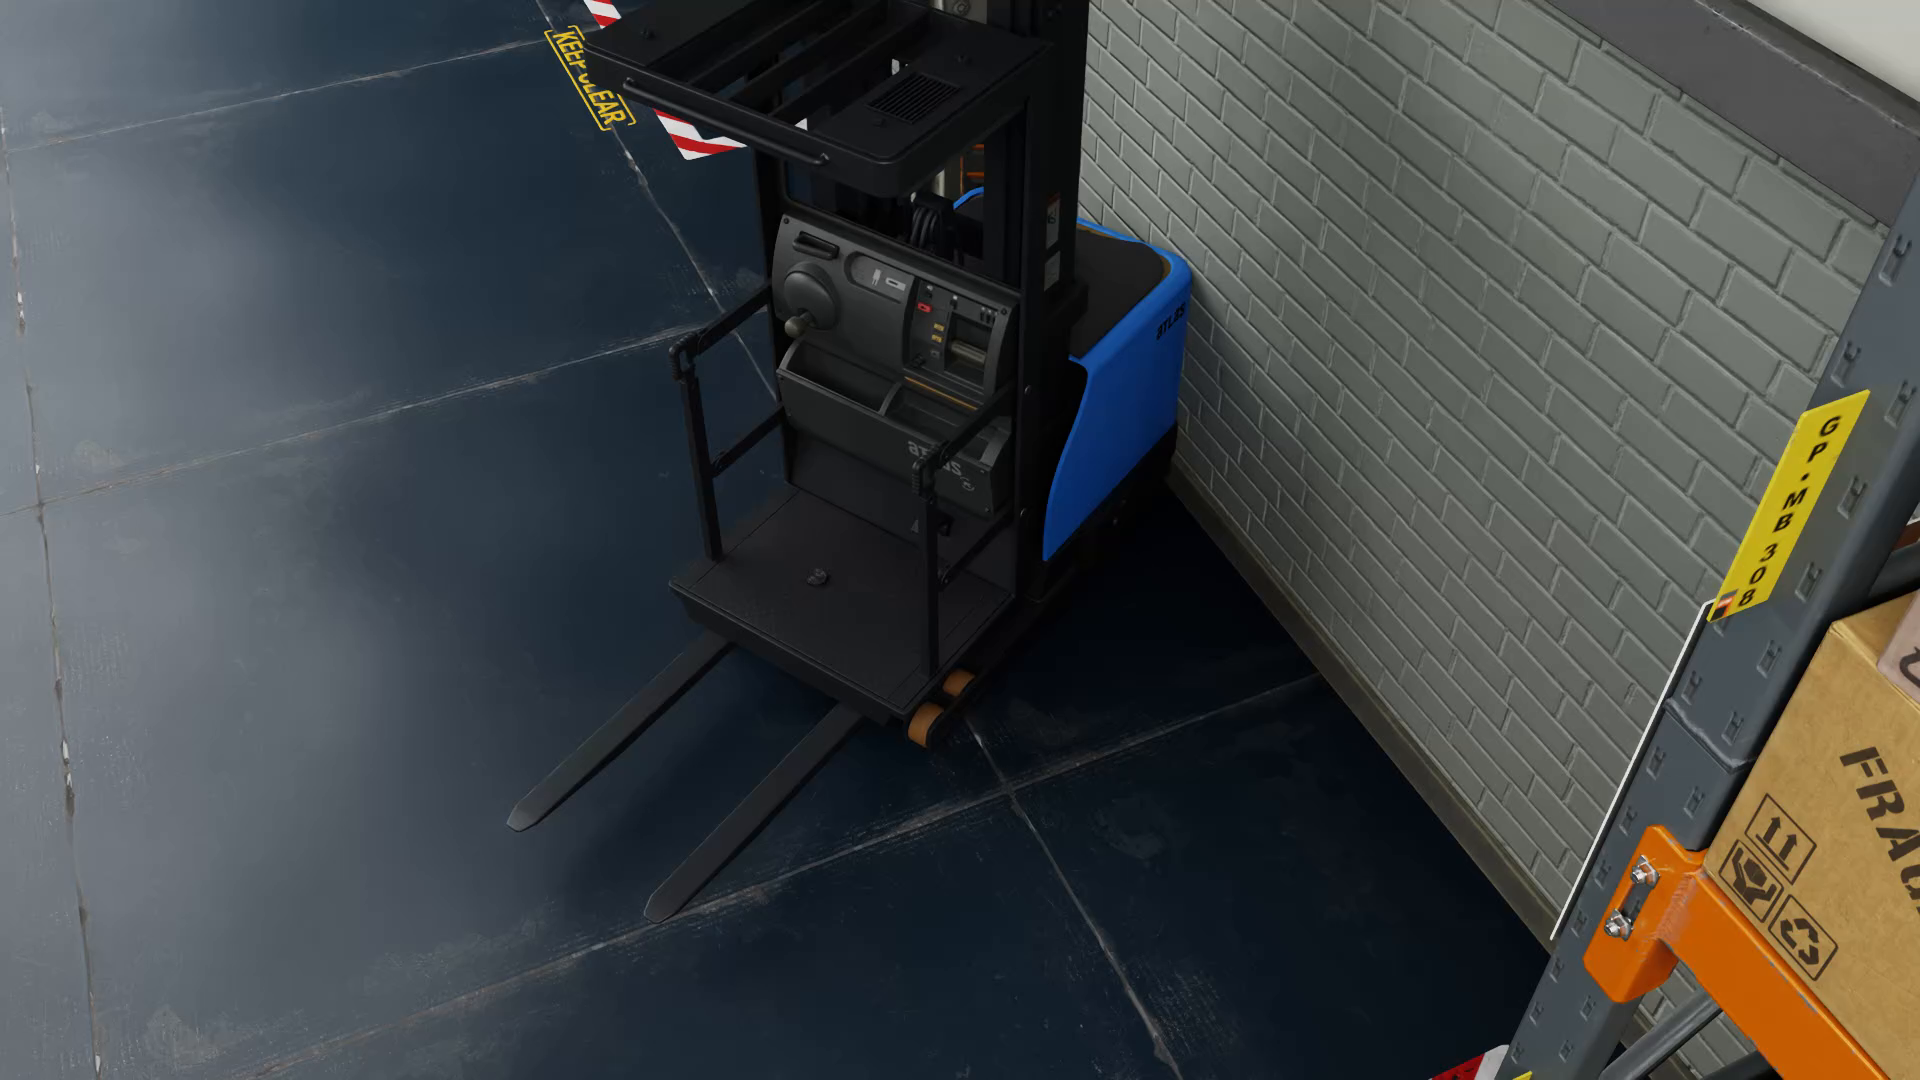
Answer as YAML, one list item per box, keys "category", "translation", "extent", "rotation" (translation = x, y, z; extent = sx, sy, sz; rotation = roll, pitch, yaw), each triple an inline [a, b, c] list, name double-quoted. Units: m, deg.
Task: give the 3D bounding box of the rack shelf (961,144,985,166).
- category: "rack shelf"
  translation: [0.131, -1.674, 7.234]
  extent: [0.258, 0.103, 0.180]
  rotation: [-1, 16, -1]

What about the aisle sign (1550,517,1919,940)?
- category: "aisle sign"
  translation: [1.128, 0.304, 2.456]
  extent: [0.394, 0.787, 0.004]
  rotation: [-18, 47, -17]

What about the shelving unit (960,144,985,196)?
- category: "shelving unit"
  translation: [0.136, -1.371, 7.323]
  extent: [0.258, 1.200, 0.189]
  rotation: [-1, 16, -1]

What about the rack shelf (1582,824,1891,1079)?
- category: "rack shelf"
  translation: [2.272, 1.649, 1.319]
  extent: [1.077, 0.370, 4.000]
  rotation: [-18, 47, -17]

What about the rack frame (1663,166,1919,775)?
- category: "rack frame"
  translation: [1.431, -0.949, 1.305]
  extent: [1.000, 3.000, 0.127]
  rotation: [-18, 47, -17]

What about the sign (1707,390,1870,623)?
- category: "sign"
  translation: [0.938, -0.032, 1.889]
  extent: [0.100, 0.325, 0.005]
  rotation: [-18, 47, -17]

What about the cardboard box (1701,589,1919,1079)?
- category: "cardboard box"
  translation: [1.344, 0.363, 2.025]
  extent: [0.500, 0.500, 0.500]
  rotation: [-17, 47, -16]

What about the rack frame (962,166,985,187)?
- category: "rack frame"
  translation: [0.133, -1.397, 7.410]
  extent: [0.240, 1.200, 0.006]
  rotation: [-1, 16, -1]

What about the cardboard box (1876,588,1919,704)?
- category: "cardboard box"
  translation: [1.372, 0.037, 1.644]
  extent: [0.500, 0.500, 0.500]
  rotation: [-21, 48, -20]

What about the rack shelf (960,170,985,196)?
- category: "rack shelf"
  translation: [0.133, -1.559, 7.268]
  extent: [0.258, 0.103, 0.180]
  rotation: [-1, 16, -1]

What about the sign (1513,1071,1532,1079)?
- category: "sign"
  translation: [0.938, 1.039, 2.945]
  extent: [0.100, 0.325, 0.005]
  rotation: [-18, 47, -17]

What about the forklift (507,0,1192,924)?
- category: "forklift"
  translation: [-0.357, -0.685, 5.357]
  extent: [1.130, 2.935, 3.031]
  rotation: [26, 50, 24]

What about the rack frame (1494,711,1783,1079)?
- category: "rack frame"
  translation: [1.431, 1.186, 3.412]
  extent: [1.000, 3.000, 0.127]
  rotation: [-18, 47, -17]

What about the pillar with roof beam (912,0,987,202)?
- category: "pillar with roof beam"
  translation: [-3.919, -3.311, 3.698]
  extent: [9.100, 9.000, 0.400]
  rotation: [-18, 47, -17]

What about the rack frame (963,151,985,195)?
- category: "rack frame"
  translation: [0.138, -1.346, 7.235]
  extent: [0.240, 1.200, 0.006]
  rotation: [-1, 16, -1]
